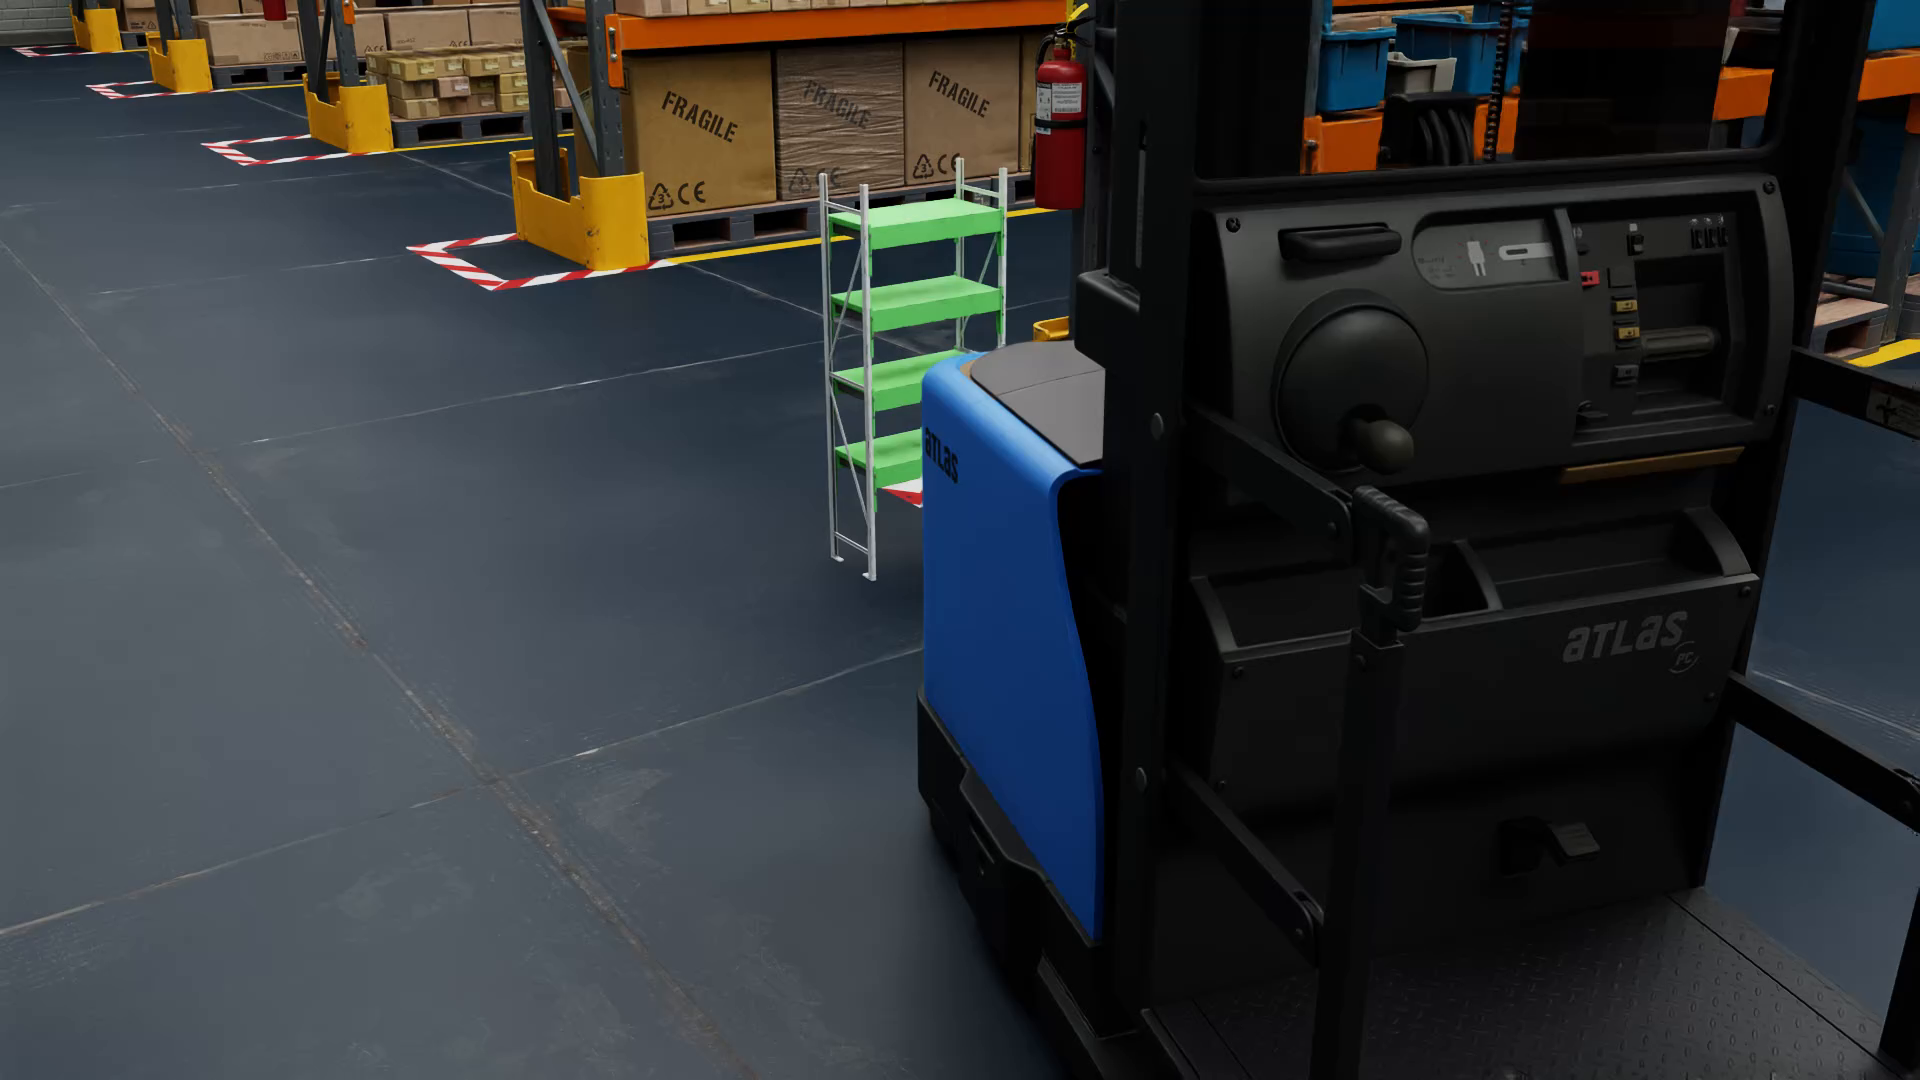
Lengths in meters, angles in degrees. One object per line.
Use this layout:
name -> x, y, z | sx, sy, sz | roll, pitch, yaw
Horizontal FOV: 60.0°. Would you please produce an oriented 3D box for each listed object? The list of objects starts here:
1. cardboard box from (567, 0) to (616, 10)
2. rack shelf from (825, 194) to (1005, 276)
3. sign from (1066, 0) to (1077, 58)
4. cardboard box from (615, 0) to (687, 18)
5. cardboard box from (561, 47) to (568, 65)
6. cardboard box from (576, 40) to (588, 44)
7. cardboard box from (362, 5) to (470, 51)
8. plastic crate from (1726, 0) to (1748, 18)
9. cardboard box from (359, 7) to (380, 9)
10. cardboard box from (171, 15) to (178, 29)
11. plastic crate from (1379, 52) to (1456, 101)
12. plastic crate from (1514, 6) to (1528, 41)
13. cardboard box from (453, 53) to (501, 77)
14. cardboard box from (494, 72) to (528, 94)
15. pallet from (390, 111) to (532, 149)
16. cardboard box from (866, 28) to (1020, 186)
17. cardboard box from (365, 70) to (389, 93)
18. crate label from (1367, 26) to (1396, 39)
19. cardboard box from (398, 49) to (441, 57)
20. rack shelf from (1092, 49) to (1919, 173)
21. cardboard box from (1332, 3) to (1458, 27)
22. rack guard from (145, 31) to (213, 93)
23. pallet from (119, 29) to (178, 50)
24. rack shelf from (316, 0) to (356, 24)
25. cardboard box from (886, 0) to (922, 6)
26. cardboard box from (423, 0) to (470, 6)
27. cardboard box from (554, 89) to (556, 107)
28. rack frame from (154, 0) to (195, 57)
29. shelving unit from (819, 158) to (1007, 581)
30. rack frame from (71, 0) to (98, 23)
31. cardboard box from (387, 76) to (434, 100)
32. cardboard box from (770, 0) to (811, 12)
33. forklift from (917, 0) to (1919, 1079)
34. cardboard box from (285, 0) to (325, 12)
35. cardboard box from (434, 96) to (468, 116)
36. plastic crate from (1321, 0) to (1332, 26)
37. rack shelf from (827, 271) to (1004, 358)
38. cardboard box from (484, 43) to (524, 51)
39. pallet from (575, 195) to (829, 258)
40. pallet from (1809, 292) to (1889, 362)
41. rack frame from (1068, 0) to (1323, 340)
cardboard box -> -2.064, -3.127, 9.525 | 0.250, 0.149, 0.380 | -14, 26, -32
rack shelf -> -0.135, -0.908, 4.930 | 0.480, 0.148, 0.258 | -15, 26, -33
sign -> 0.397, -1.816, 5.679 | 0.005, 0.325, 0.100 | -15, 26, -33
cardboard box -> -1.680, -2.929, 9.027 | 0.250, 0.149, 0.380 | -15, 26, -32
cardboard box -> -3.295, -4.031, 13.929 | 0.250, 0.149, 0.380 | -14, 26, -32
cardboard box -> -3.190, -4.294, 14.587 | 0.250, 0.149, 0.380 | -16, 27, -35
cardboard box -> -6.000, -5.622, 18.330 | 0.875, 0.438, 0.875 | -16, 27, -34
plastic crate -> 3.107, -2.383, 7.154 | 0.583, 0.464, 0.402 | -15, 26, -33
cardboard box -> -7.884, -7.070, 22.346 | 0.250, 0.149, 0.380 | -16, 27, -34
cardboard box -> -9.931, -6.597, 21.161 | 0.250, 0.149, 0.380 | -16, 27, -35
plastic crate -> 1.433, -1.482, 5.338 | 0.298, 0.136, 0.250 | -15, 26, -33
plastic crate -> 2.193, -1.767, 5.923 | 0.300, 0.233, 0.416 | -15, 26, -33
cardboard box -> -3.919, -3.852, 13.480 | 0.250, 0.149, 0.380 | -15, 26, -33
cardboard box -> -3.727, -3.772, 13.680 | 0.250, 0.149, 0.380 | -14, 26, -31
pallet -> -4.234, -3.468, 13.803 | 1.213, 0.211, 1.003 | -15, 26, -33
cardboard box -> -0.227, -2.828, 10.737 | 0.875, 0.875, 0.875 | -15, 26, -33
cardboard box -> -4.714, -3.791, 13.728 | 0.250, 0.149, 0.380 | -16, 27, -34
crate label -> 1.743, -1.840, 6.235 | 0.243, 0.136, 0.396 | -15, 26, -33
cardboard box -> -4.457, -3.957, 13.743 | 0.250, 0.149, 0.380 | -14, 26, -32
rack shelf -> 2.355, -1.677, 6.521 | 4.000, 0.370, 1.077 | -15, 26, -33
cardboard box -> 3.032, -3.674, 12.856 | 0.875, 0.875, 1.225 | -15, 26, -33
rack guard -> -7.968, -4.883, 16.959 | 0.348, 0.500, 1.175 | -15, 26, -33
pallet -> -10.142, -6.436, 21.240 | 1.213, 0.211, 1.003 | -15, 26, -33
rack shelf -> -3.352, -4.681, 14.050 | 4.000, 0.370, 1.077 | -15, 26, -33
cardboard box -> -0.432, -3.262, 9.863 | 0.250, 0.149, 0.380 | -16, 27, -34
cardboard box -> -7.080, -7.479, 22.897 | 0.500, 0.500, 0.500 | -14, 25, -31
cardboard box -> -3.578, -3.713, 13.935 | 0.250, 0.149, 0.380 | -15, 26, -33
rack frame -> -7.949, -6.049, 16.509 | 0.127, 3.000, 1.000 | -15, 26, -33
shelving unit -> -0.134, -0.521, 5.084 | 0.503, 1.200, 0.258 | -15, 26, -33
rack frame -> -10.851, -7.542, 20.249 | 0.127, 3.000, 1.000 | -15, 26, -33
cardboard box -> -4.401, -3.627, 13.318 | 0.250, 0.149, 0.380 | -14, 26, -31
cardboard box -> -1.054, -3.097, 9.449 | 0.250, 0.149, 0.380 | -15, 26, -34
forklift -> 0.856, -0.288, 2.164 | 1.130, 2.935, 3.031 | -7, 23, -17
cardboard box -> -8.740, -7.078, 21.892 | 0.500, 0.500, 0.700 | -16, 27, -35
cardboard box -> -4.199, -3.551, 13.529 | 0.250, 0.149, 0.380 | -15, 26, -33
plastic crate -> 0.894, -1.751, 5.608 | 0.499, 0.435, 0.616 | -15, 26, -33
rack shelf -> -0.135, -0.685, 5.019 | 0.480, 0.148, 0.258 | -15, 26, -33
cardboard box -> -3.888, -4.163, 14.260 | 0.250, 0.149, 0.380 | -14, 26, -31
pallet -> -1.558, -1.969, 10.047 | 1.213, 0.211, 1.003 | -15, 26, -33
pallet -> 3.404, -0.978, 7.561 | 1.213, 0.211, 1.003 | -15, 26, -33
rack frame -> 0.731, -1.578, 5.303 | 0.127, 3.000, 1.000 | -15, 26, -33
